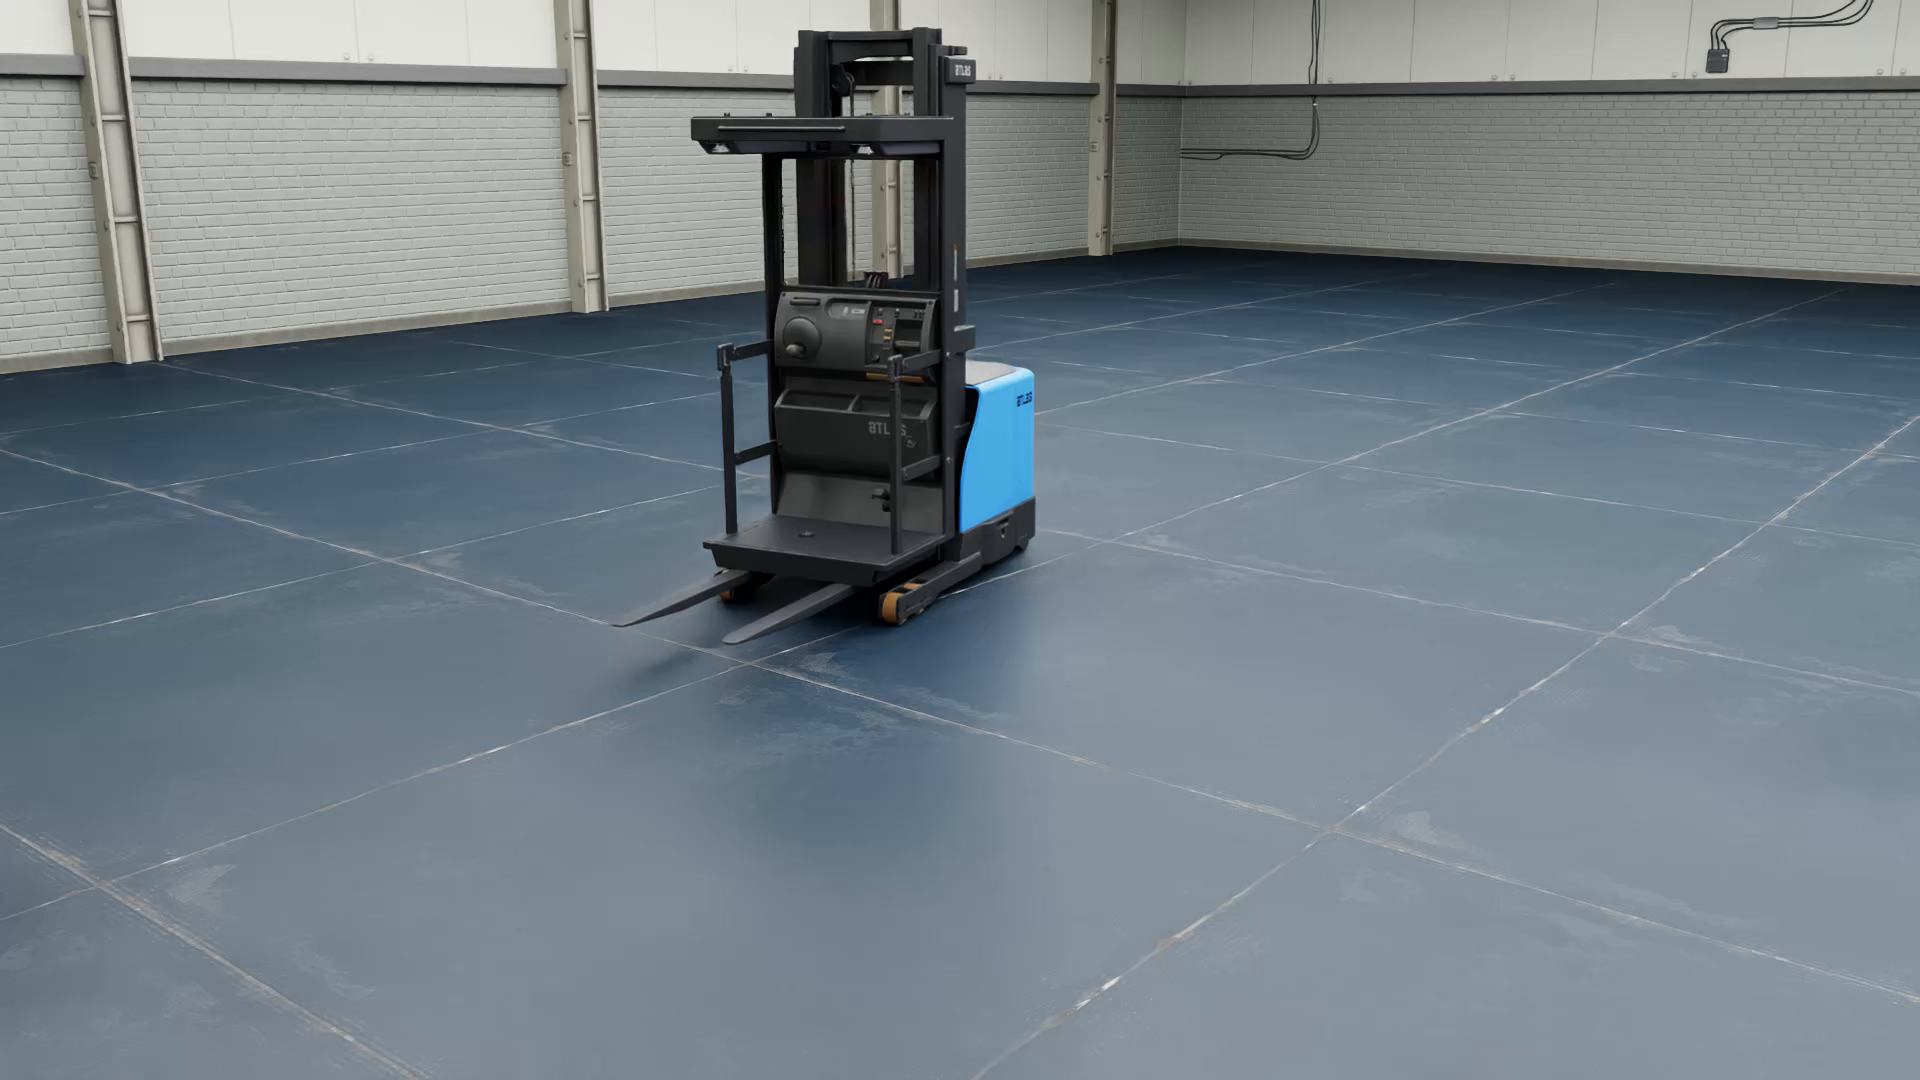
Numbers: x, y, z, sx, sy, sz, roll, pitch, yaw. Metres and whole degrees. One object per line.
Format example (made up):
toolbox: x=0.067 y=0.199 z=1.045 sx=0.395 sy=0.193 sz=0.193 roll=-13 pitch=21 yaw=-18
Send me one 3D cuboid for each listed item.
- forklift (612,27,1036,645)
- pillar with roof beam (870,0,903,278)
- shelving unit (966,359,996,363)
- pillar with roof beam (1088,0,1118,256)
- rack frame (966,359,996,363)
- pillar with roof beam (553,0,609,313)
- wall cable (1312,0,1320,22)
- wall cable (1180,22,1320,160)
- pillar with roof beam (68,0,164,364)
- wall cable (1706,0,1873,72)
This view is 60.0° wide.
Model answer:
forklift: x=-0.649 y=-1.114 z=8.554 sx=1.130 sy=2.935 sz=3.031 roll=7 pitch=16 yaw=25
pillar with roof beam: x=2.200 y=-7.891 z=22.907 sx=9.100 sy=9.000 sz=0.400 roll=11 pitch=18 yaw=38
shelving unit: x=0.076 y=-0.566 z=10.219 sx=0.215 sy=1.050 sz=0.252 roll=7 pitch=16 yaw=25
pillar with roof beam: x=5.971 y=-9.040 z=27.431 sx=9.100 sy=9.000 sz=0.400 roll=11 pitch=18 yaw=38
rack frame: x=0.130 y=-0.593 z=10.325 sx=0.200 sy=1.050 sz=0.008 roll=7 pitch=16 yaw=25
pillar with roof beam: x=-1.571 y=-6.742 z=18.384 sx=9.100 sy=9.000 sz=0.400 roll=11 pitch=18 yaw=38
wall cable: x=7.607 y=-10.590 z=29.581 sx=3.097 sy=2.526 sz=0.112 roll=11 pitch=18 yaw=38
wall cable: x=5.502 y=-8.560 z=31.851 sx=3.097 sy=2.526 sz=0.112 roll=11 pitch=18 yaw=38
pillar with roof beam: x=-5.342 y=-5.593 z=13.861 sx=9.100 sy=9.000 sz=0.400 roll=11 pitch=18 yaw=38
wall cable: x=12.877 y=-10.242 z=25.255 sx=2.305 sy=6.003 sz=0.169 roll=11 pitch=18 yaw=38
